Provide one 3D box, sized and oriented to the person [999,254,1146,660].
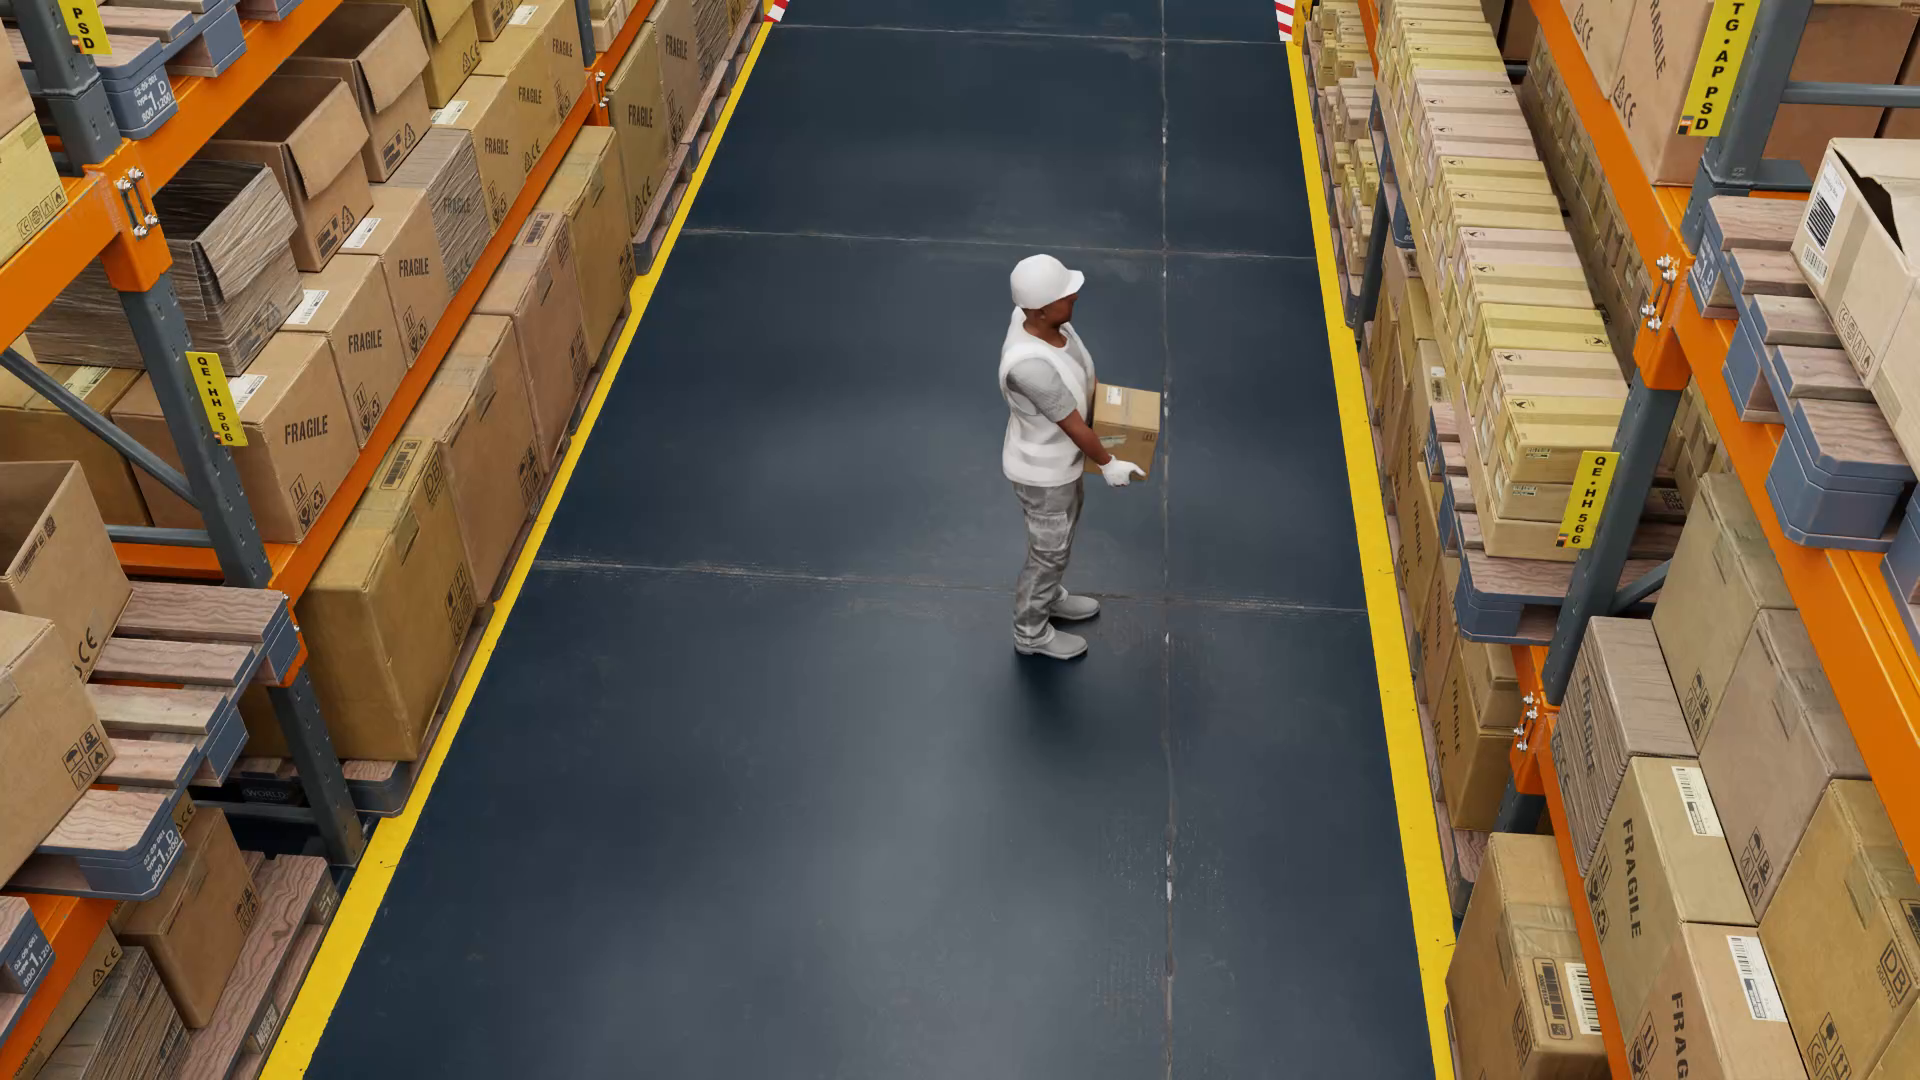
[{"bbox_3d":[0.442,-0.316,6.524,0.573,1.778,0.488,4,40,5],"label":"person"}]
